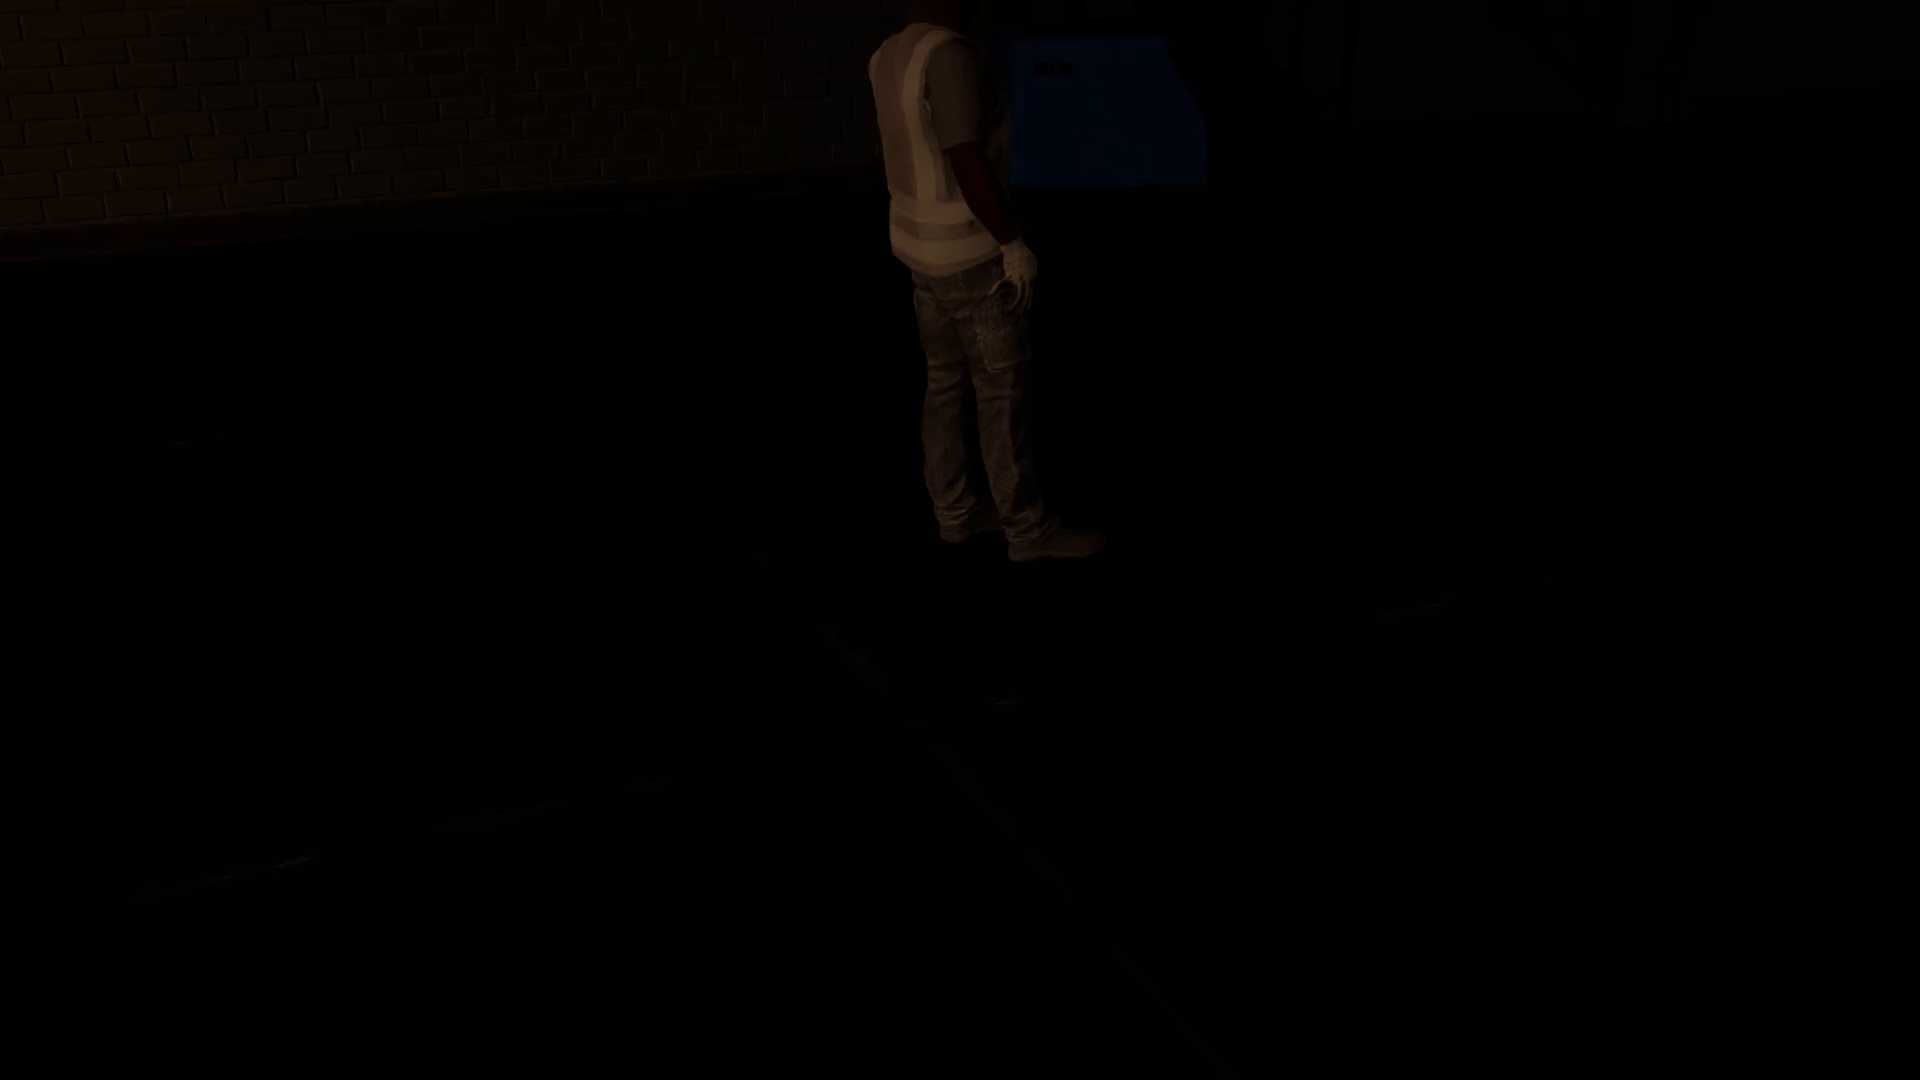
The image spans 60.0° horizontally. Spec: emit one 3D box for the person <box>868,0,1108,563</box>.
[{"bbox_3d":[0.069,-0.839,4.784,0.576,1.782,0.655,-10,25,-23],"label":"person"}]

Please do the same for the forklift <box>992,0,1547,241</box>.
[{"bbox_3d":[1.718,-3.170,8.917,3.031,2.935,1.130,-2,23,-5],"label":"forklift"}]
